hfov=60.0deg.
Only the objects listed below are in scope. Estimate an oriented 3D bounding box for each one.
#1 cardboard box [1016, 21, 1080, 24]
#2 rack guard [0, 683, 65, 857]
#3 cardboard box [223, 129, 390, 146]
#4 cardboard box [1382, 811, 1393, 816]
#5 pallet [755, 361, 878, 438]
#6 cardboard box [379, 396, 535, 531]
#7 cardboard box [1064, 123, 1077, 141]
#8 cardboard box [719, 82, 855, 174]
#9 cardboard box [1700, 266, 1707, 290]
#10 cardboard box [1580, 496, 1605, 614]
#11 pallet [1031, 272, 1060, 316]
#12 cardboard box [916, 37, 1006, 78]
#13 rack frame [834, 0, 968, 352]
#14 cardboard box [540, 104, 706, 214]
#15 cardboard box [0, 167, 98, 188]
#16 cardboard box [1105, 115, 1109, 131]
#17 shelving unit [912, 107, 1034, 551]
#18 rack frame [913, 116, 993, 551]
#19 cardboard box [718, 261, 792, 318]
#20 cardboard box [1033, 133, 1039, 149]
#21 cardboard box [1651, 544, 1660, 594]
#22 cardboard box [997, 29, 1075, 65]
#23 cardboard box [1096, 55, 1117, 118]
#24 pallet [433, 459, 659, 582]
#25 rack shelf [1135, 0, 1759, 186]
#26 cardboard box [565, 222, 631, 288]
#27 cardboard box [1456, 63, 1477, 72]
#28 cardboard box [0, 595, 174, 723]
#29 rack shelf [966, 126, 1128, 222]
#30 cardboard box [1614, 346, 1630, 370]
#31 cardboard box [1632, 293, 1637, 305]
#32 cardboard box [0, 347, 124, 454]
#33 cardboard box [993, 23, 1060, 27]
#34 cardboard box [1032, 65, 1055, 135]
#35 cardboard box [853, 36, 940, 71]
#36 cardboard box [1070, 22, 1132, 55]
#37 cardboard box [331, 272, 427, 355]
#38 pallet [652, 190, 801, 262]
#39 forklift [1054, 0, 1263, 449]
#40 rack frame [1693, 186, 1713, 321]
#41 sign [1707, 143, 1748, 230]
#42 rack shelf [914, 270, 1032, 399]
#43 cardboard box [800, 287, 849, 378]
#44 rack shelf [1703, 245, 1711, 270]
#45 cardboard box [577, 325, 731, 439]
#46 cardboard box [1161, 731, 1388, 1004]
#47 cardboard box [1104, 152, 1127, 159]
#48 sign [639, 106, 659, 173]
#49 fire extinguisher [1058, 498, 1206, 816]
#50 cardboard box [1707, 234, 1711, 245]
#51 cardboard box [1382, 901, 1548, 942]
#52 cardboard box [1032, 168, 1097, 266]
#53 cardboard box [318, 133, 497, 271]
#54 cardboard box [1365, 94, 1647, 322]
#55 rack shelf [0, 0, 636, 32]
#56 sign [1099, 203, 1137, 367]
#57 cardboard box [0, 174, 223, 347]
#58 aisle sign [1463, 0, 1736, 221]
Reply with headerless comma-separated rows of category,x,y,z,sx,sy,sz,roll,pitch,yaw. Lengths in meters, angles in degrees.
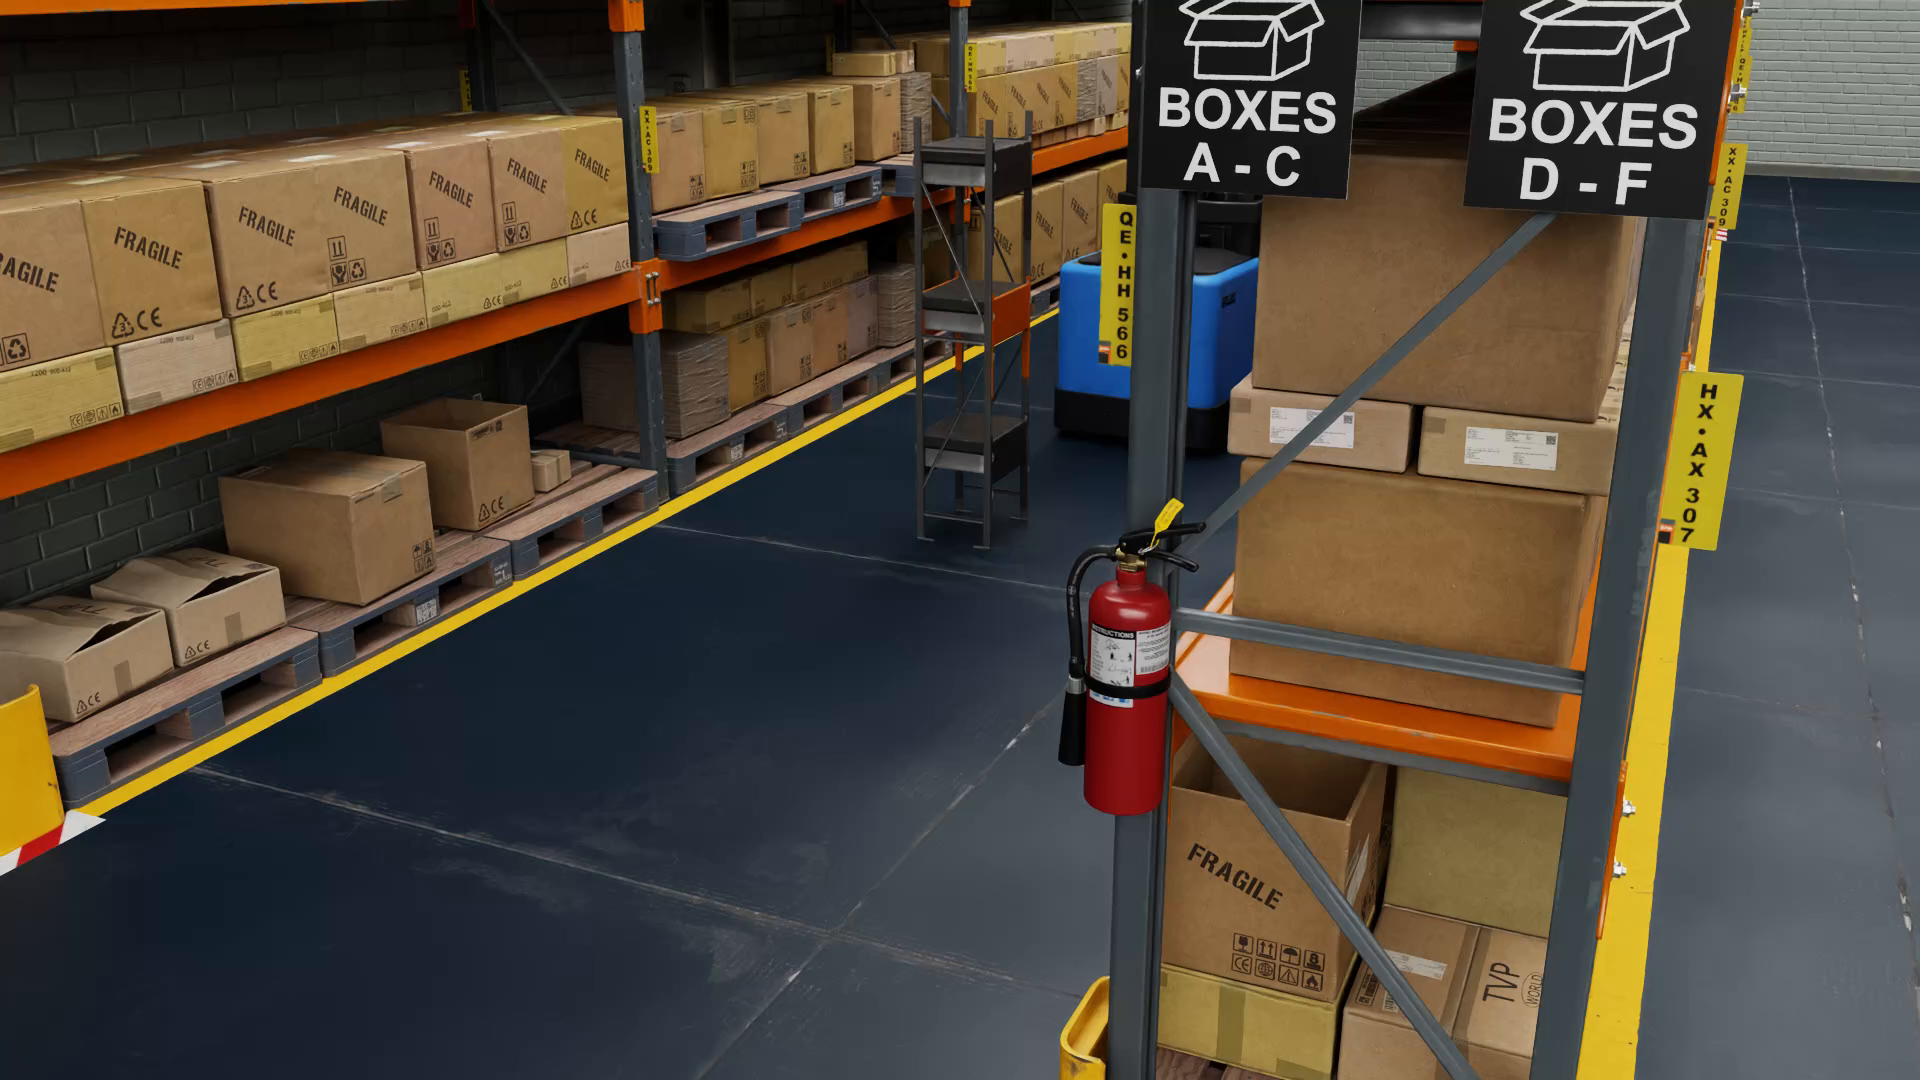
cardboard box,0.787,-4.566,15.088,0.500,0.250,0.500,9,22,24
rack guard,-3.669,0.702,5.748,1.175,0.500,0.348,9,21,23
cardboard box,-2.870,-1.543,7.406,0.500,0.500,0.500,9,22,24
cardboard box,1.167,0.812,5.186,0.500,0.250,0.500,9,21,23
pallet,-1.247,-0.974,10.892,1.003,0.211,1.213,9,21,23
cardboard box,-2.451,-0.382,8.140,0.500,0.500,0.500,7,21,19
cardboard box,0.773,-3.487,14.143,0.380,0.149,0.250,8,21,21
cardboard box,-1.098,-2.623,10.563,0.700,0.500,0.500,9,21,23
cardboard box,4.963,-1.662,11.740,0.500,0.500,0.500,8,21,22
cardboard box,1.234,-0.123,4.189,0.700,0.500,0.500,9,22,24
pallet,0.468,-2.186,14.301,1.003,0.211,1.213,9,21,23
cardboard box,0.008,-3.560,12.261,0.500,0.250,0.500,9,22,24
rack frame,-0.424,-2.898,12.141,1.000,3.000,0.127,9,21,23
cardboard box,-1.823,-2.080,9.036,0.700,0.500,0.500,9,21,23
cardboard box,-3.486,-1.070,6.076,0.500,0.500,0.500,9,21,23
cardboard box,1.104,-3.716,14.787,0.380,0.149,0.250,9,22,24
shelving unit,0.068,-1.040,8.259,0.431,2.100,0.503,9,21,23
rack frame,-0.032,-0.965,8.049,0.400,2.100,0.015,9,21,23
cardboard box,-1.389,-1.580,10.389,0.500,0.250,0.500,8,21,21
cardboard box,0.423,-3.255,13.490,0.380,0.149,0.250,9,21,24
cardboard box,2.850,0.012,7.436,0.500,0.250,0.500,8,21,21
cardboard box,0.621,-4.026,13.571,0.500,0.250,0.500,8,21,22
cardboard box,1.055,-3.984,14.573,0.500,0.500,0.500,9,21,23
pallet,-2.305,-0.151,8.579,1.003,0.211,1.213,9,21,23
rack shelf,1.639,-1.459,4.693,1.077,0.370,4.000,9,21,23
cardboard box,-1.980,-1.427,8.200,0.500,0.250,0.500,9,21,23
cardboard box,2.077,-1.364,5.741,0.700,0.500,0.500,8,21,23
cardboard box,-3.335,0.408,6.201,0.500,0.311,0.500,6,20,17
rack shelf,0.395,-3.170,13.980,1.077,0.370,4.000,9,21,23
cardboard box,1.387,-0.374,3.927,0.380,0.149,0.250,9,21,23
cardboard box,1.703,-0.611,4.593,0.380,0.149,0.250,8,21,22
cardboard box,-3.211,-0.497,5.583,0.500,0.250,0.500,8,21,21
cardboard box,0.579,-4.405,14.636,0.500,0.250,0.500,9,21,23
cardboard box,0.435,-3.518,13.262,0.500,0.500,0.500,8,21,22
cardboard box,-0.475,-3.622,12.435,0.500,0.250,0.500,9,22,24
cardboard box,1.256,-4.493,14.883,0.500,0.250,0.500,9,22,24
cardboard box,-2.588,-0.966,6.904,0.500,0.250,0.500,9,21,23
pallet,-1.617,-1.798,9.335,1.003,0.211,1.213,9,21,23
forklift,1.743,-2.364,10.743,1.130,2.935,3.031,11,22,28
rack frame,4.096,-2.219,10.233,1.000,3.000,0.127,9,21,23
sign,2.965,-1.366,6.423,0.100,0.325,0.005,9,21,23
rack shelf,0.068,-1.027,8.264,0.431,0.518,0.480,9,21,23
cardboard box,-1.166,-1.403,11.011,0.700,0.500,0.500,8,21,22
rack shelf,4.915,-2.492,12.072,1.077,0.370,4.000,9,21,23
cardboard box,-1.776,-0.932,9.687,0.700,0.500,0.500,9,22,25
cardboard box,0.769,0.766,4.196,0.500,0.500,0.500,9,21,23
cardboard box,1.694,-3.886,17.054,0.380,0.149,0.250,8,21,21
sign,-1.564,-2.011,8.355,0.100,0.325,0.005,9,21,23
fire extinguisher,0.348,0.235,3.447,0.296,0.674,0.183,9,21,23
cardboard box,5.584,-2.131,13.060,0.500,0.500,0.500,9,21,23
cardboard box,1.444,1.037,4.553,0.500,0.250,0.500,9,21,23
cardboard box,0.705,-2.817,14.495,0.750,0.750,0.750,9,22,24
cardboard box,-2.389,-1.474,7.213,0.500,0.500,0.500,8,21,21
cardboard box,1.461,-0.905,4.451,0.700,0.500,0.500,9,21,23
rack shelf,-2.881,-2.138,6.601,1.077,0.370,4.000,9,21,23
sign,0.331,-0.510,3.344,0.100,0.325,0.005,9,21,23
cardboard box,-3.019,-0.999,5.876,0.500,0.500,0.500,9,21,23
aisle sign,1.073,-0.936,2.746,0.394,0.787,0.004,9,21,23
